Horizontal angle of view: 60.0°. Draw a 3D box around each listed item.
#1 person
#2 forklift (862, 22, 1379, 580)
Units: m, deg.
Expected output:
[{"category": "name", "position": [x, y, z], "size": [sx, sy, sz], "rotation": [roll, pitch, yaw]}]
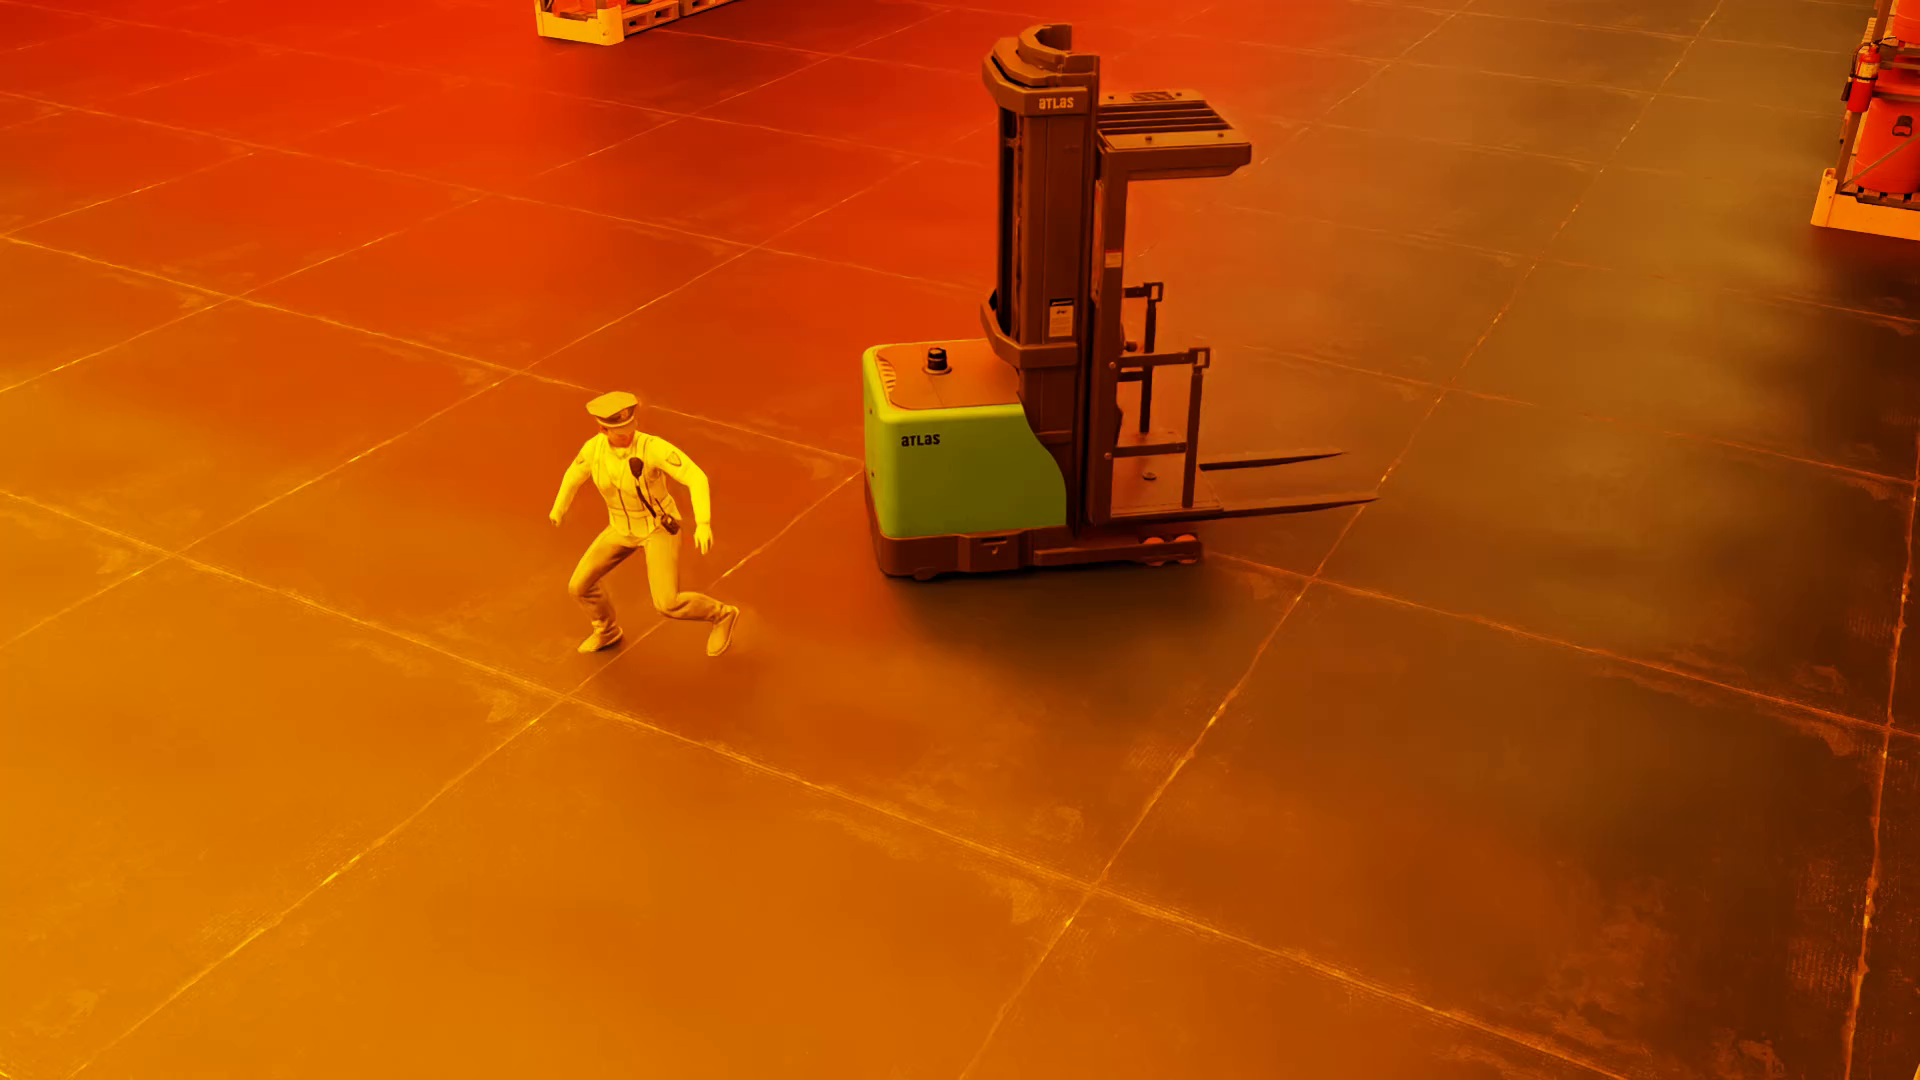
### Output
[{"category": "person", "position": [-1.714, -0.047, 8.621], "size": [1.042, 1.555, 0.455], "rotation": [13, 33, 22]}, {"category": "forklift", "position": [0.973, -1.373, 9.449], "size": [3.031, 2.935, 1.130], "rotation": [-5, 30, -8]}]
